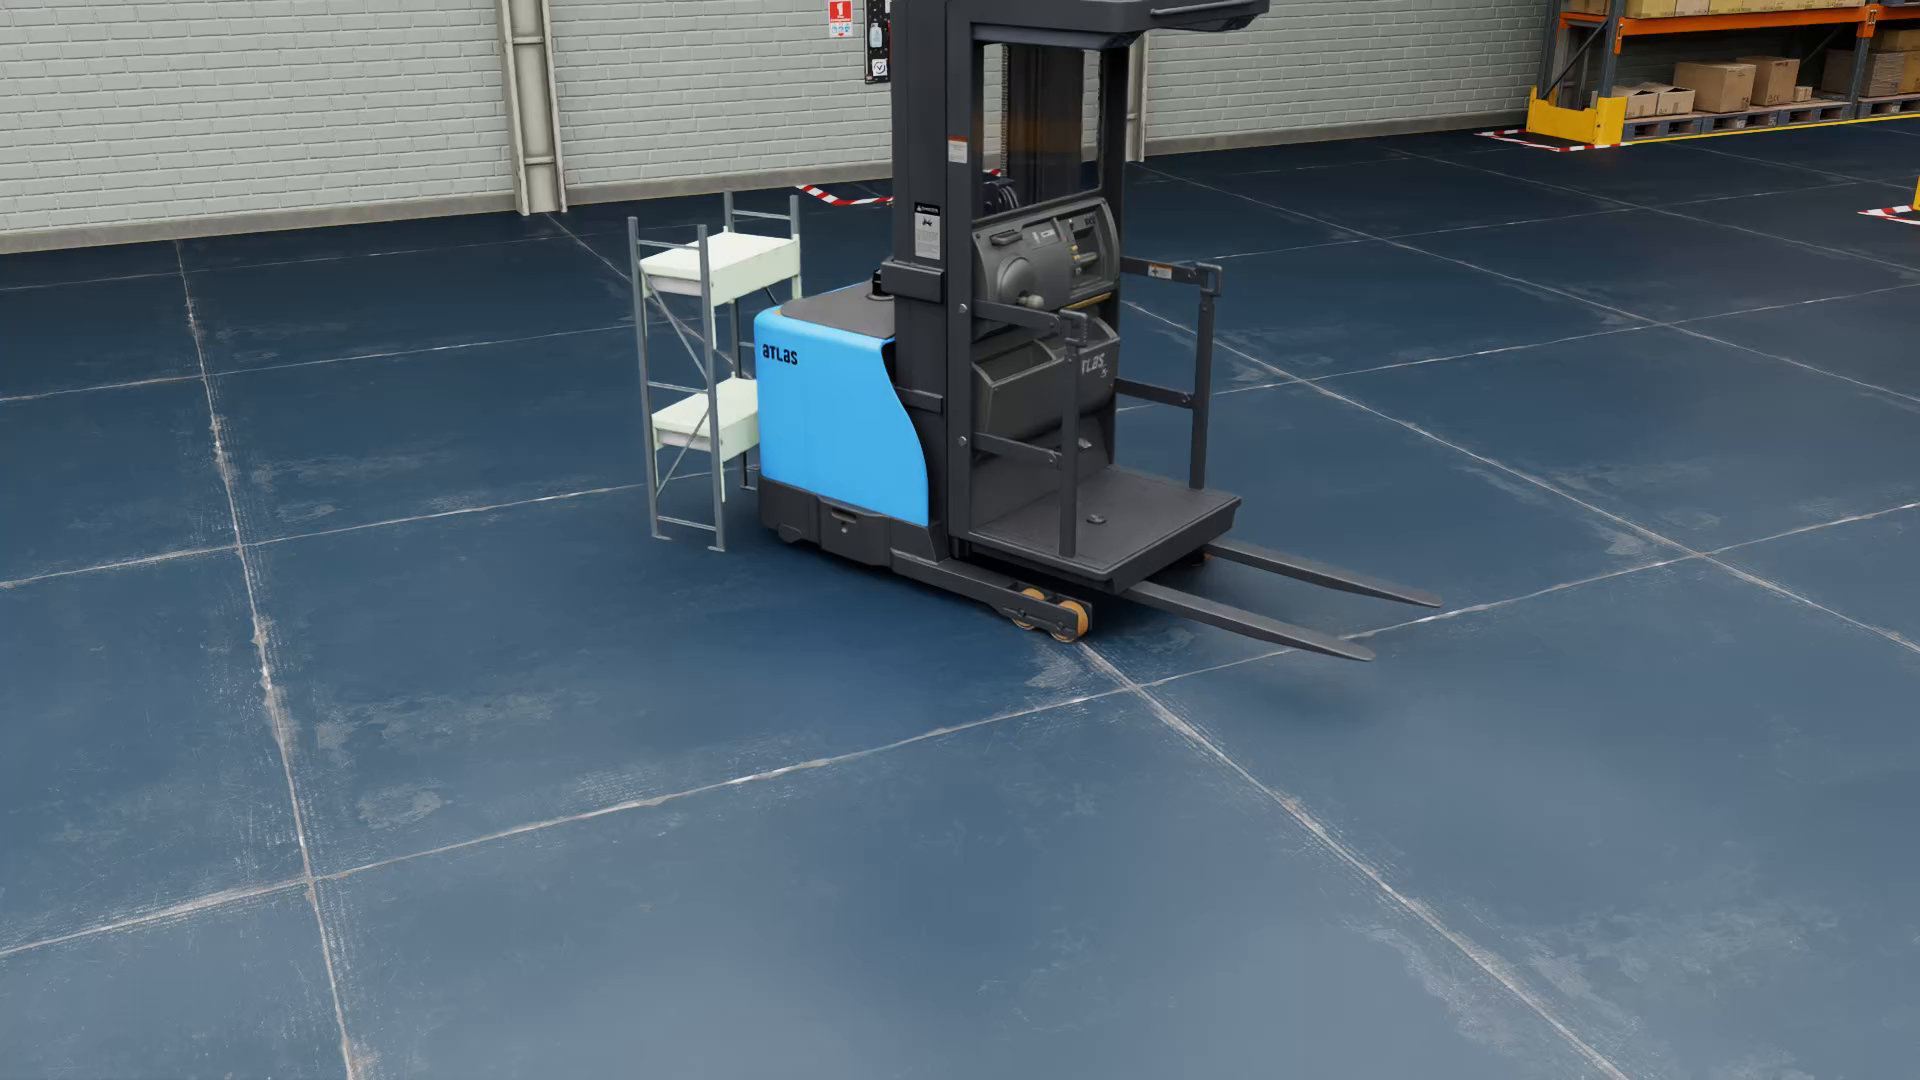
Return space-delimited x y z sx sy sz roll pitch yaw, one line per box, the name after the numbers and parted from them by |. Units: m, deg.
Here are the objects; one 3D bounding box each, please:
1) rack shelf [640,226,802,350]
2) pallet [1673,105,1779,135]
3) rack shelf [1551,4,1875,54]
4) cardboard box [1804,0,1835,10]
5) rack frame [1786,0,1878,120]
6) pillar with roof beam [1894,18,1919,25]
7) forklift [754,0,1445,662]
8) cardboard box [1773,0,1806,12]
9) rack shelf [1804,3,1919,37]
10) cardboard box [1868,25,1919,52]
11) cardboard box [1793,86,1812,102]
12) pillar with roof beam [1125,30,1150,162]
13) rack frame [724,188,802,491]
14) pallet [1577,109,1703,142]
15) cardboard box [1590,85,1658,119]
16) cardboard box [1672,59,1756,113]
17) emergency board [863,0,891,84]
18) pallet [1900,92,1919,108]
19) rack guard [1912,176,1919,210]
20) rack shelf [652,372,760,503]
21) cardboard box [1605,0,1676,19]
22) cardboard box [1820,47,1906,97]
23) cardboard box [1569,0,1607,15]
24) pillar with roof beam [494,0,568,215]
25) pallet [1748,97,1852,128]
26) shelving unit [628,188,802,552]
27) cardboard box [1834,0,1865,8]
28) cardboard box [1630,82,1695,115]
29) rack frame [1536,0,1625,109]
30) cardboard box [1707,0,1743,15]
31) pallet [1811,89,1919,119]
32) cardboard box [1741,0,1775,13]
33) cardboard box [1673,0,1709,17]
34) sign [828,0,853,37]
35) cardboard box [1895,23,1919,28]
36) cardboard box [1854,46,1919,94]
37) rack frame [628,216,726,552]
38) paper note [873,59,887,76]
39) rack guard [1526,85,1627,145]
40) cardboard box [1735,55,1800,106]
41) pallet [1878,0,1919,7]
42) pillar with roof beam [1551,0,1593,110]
-1.093 -1.160 7.571 0.431 0.370 0.720 11 25 25 | rack shelf
8.731 -4.956 19.447 1.213 0.211 1.003 -10 25 -24 | pallet
8.619 -5.908 19.041 4.000 0.370 1.077 -10 25 -24 | rack shelf
9.674 -6.249 19.094 0.500 0.250 0.500 -10 25 -23 | cardboard box
10.421 -6.572 19.704 0.127 3.000 1.000 -10 25 -24 | rack frame
14.346 -8.606 16.775 0.400 9.000 9.100 -10 25 -24 | pillar with roof beam
0.530 -1.167 6.737 3.031 2.935 1.130 17 28 35 | forklift
9.227 -6.160 18.880 0.500 0.250 0.500 -11 25 -24 | cardboard box
12.223 -6.571 20.643 4.000 0.370 1.077 -10 25 -24 | rack shelf
11.473 -6.169 20.443 0.500 0.250 0.500 -11 25 -25 | cardboard box
9.952 -5.367 19.923 0.250 0.166 0.380 -14 26 -30 | cardboard box
3.533 -6.616 11.966 0.400 9.000 9.100 -10 25 -24 | pillar with roof beam
-0.928 -0.925 8.022 0.400 1.500 0.023 11 25 25 | rack frame
7.633 -4.755 18.961 1.213 0.211 1.003 -10 25 -24 | pallet
7.480 -4.953 18.734 0.500 0.311 0.500 -14 26 -30 | cardboard box
8.676 -5.239 19.179 0.500 0.500 0.700 -12 25 -27 | cardboard box
-0.577 -4.931 15.739 0.643 1.169 0.194 -10 25 -24 | emergency board
12.223 -5.617 21.043 1.213 0.211 1.003 -10 25 -24 | pallet
8.947 -3.043 14.447 0.348 0.500 1.175 -10 25 -24 | rack guard
-1.093 -0.498 7.845 0.431 0.370 0.720 11 25 25 | rack shelf
7.395 -5.820 18.058 0.500 0.250 0.500 -11 25 -25 | cardboard box
11.077 -5.748 20.407 0.500 0.500 0.700 -10 24 -22 | cardboard box
7.154 -5.993 18.475 0.500 0.250 0.500 -10 25 -23 | cardboard box
-1.873 -5.620 9.562 0.400 9.000 9.100 -10 25 -24 | pillar with roof beam
9.832 -5.160 19.939 1.213 0.211 1.003 -10 25 -24 | pallet
-1.093 -0.800 7.721 0.431 1.500 0.755 11 25 25 | shelving unit
10.126 -6.329 19.287 0.500 0.250 0.500 -10 25 -23 | cardboard box
7.993 -5.048 18.962 0.500 0.311 0.500 -8 24 -19 | cardboard box
6.817 -5.908 18.102 0.127 3.000 1.000 -10 25 -24 | rack frame
8.318 -5.993 18.477 0.500 0.250 0.500 -11 25 -24 | cardboard box
11.122 -5.413 20.551 1.213 0.211 1.003 -10 25 -24 | pallet
8.774 -6.076 18.677 0.500 0.250 0.500 -10 25 -23 | cardboard box
7.856 -5.911 18.278 0.500 0.250 0.500 -11 25 -25 | cardboard box
-1.120 -4.891 15.597 0.234 0.329 0.001 -10 25 -24 | sign
11.940 -6.256 20.655 0.500 0.250 0.500 -11 25 -25 | cardboard box
11.521 -5.851 20.656 0.500 0.500 0.700 -11 25 -25 | cardboard box
-1.258 -0.675 7.419 0.400 1.500 0.023 11 25 25 | rack frame
-0.766 -4.518 15.894 0.142 0.148 0.016 -10 25 -24 | paper note
6.886 -4.766 18.610 0.348 0.500 1.175 -10 25 -24 | rack guard
9.504 -5.434 19.649 0.500 0.500 0.500 -12 26 -28 | cardboard box
11.173 -6.560 19.926 1.213 0.211 1.003 -10 25 -24 | pallet
8.940 -7.611 14.371 0.400 9.000 9.100 -10 25 -24 | pillar with roof beam
